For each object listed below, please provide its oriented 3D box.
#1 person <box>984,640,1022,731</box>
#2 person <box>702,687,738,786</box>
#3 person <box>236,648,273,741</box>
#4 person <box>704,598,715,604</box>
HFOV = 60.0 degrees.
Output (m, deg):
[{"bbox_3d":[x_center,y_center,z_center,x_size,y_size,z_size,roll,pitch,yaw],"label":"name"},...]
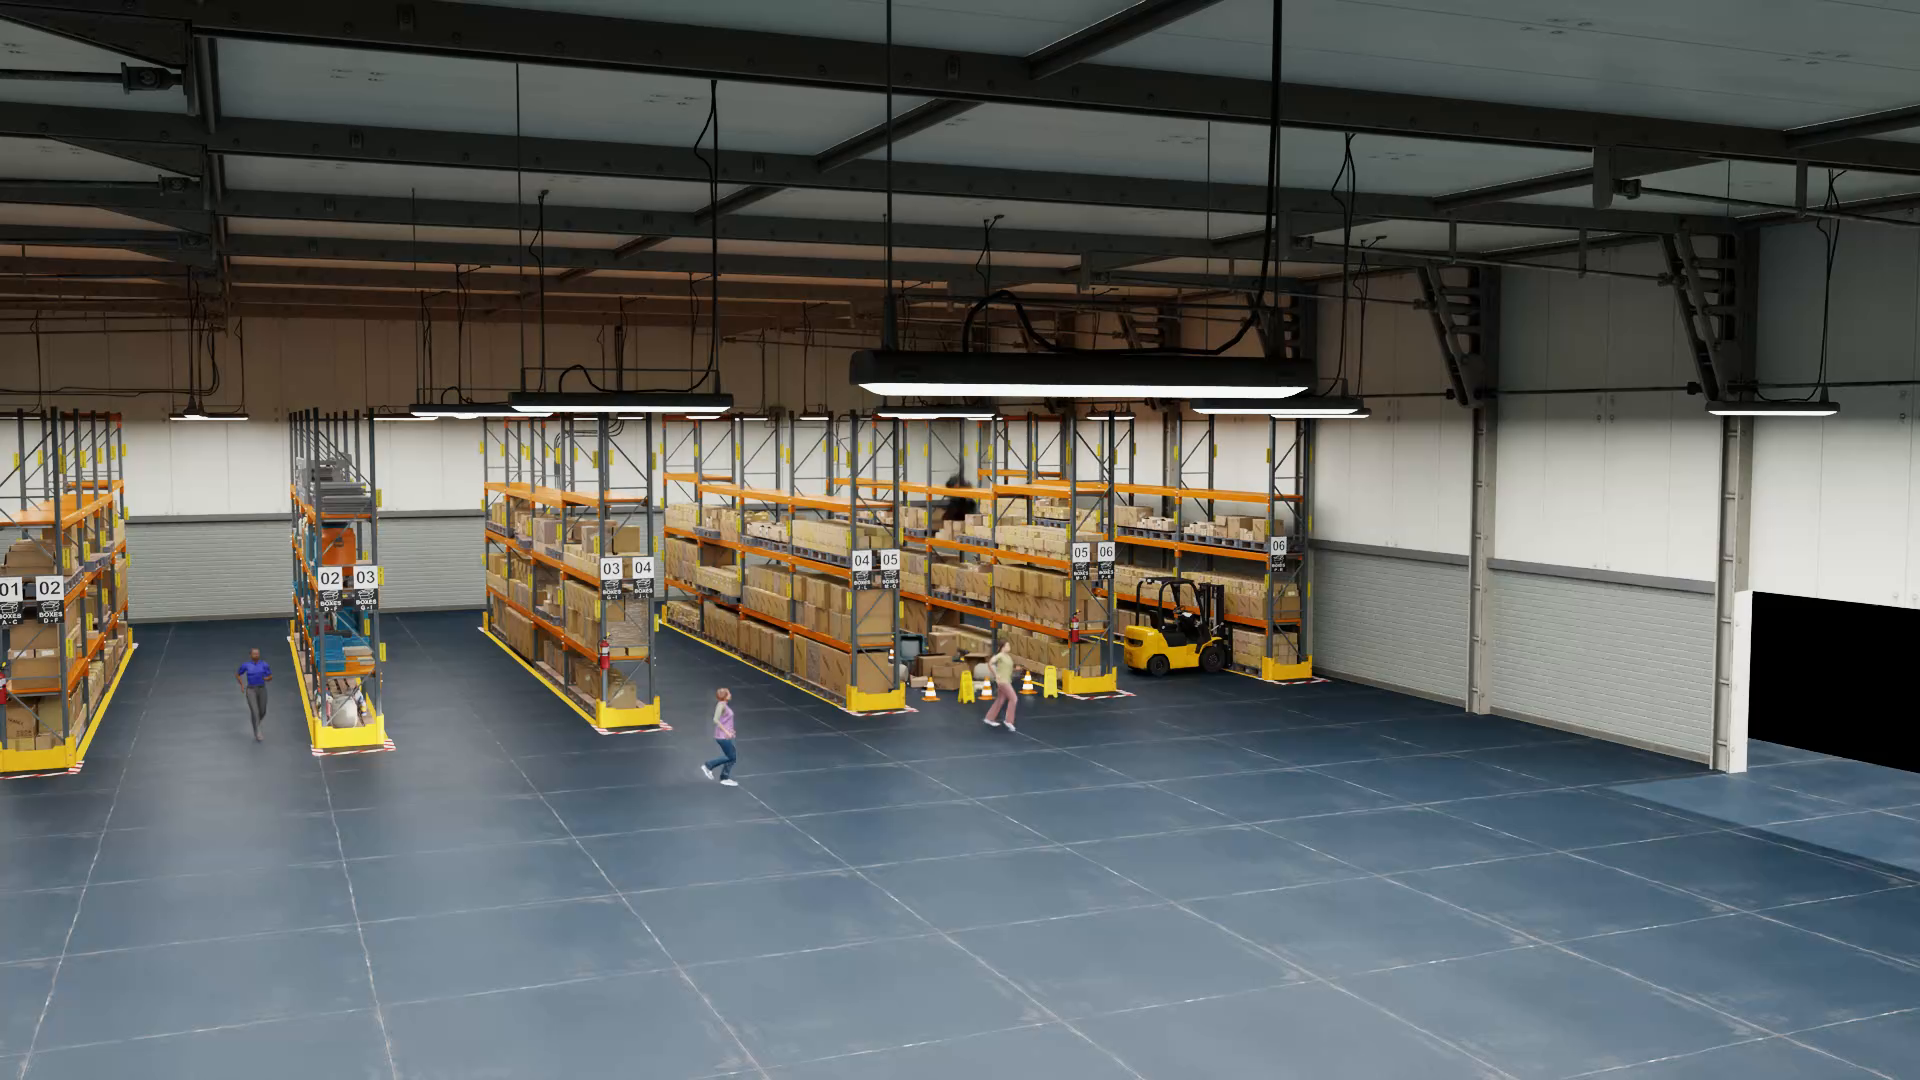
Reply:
[{"bbox_3d":[0.796,2.716,31.099,0.733,1.724,0.558,1,4,15],"label":"person"},{"bbox_3d":[-3.799,3.110,26.292,0.552,1.568,0.549,0,4,2],"label":"person"},{"bbox_3d":[-12.793,2.780,30.213,0.583,1.612,0.904,-3,5,-38],"label":"person"},{"bbox_3d":[-7.610,1.398,49.506,0.708,1.724,0.708,-2,5,-28],"label":"person"}]
